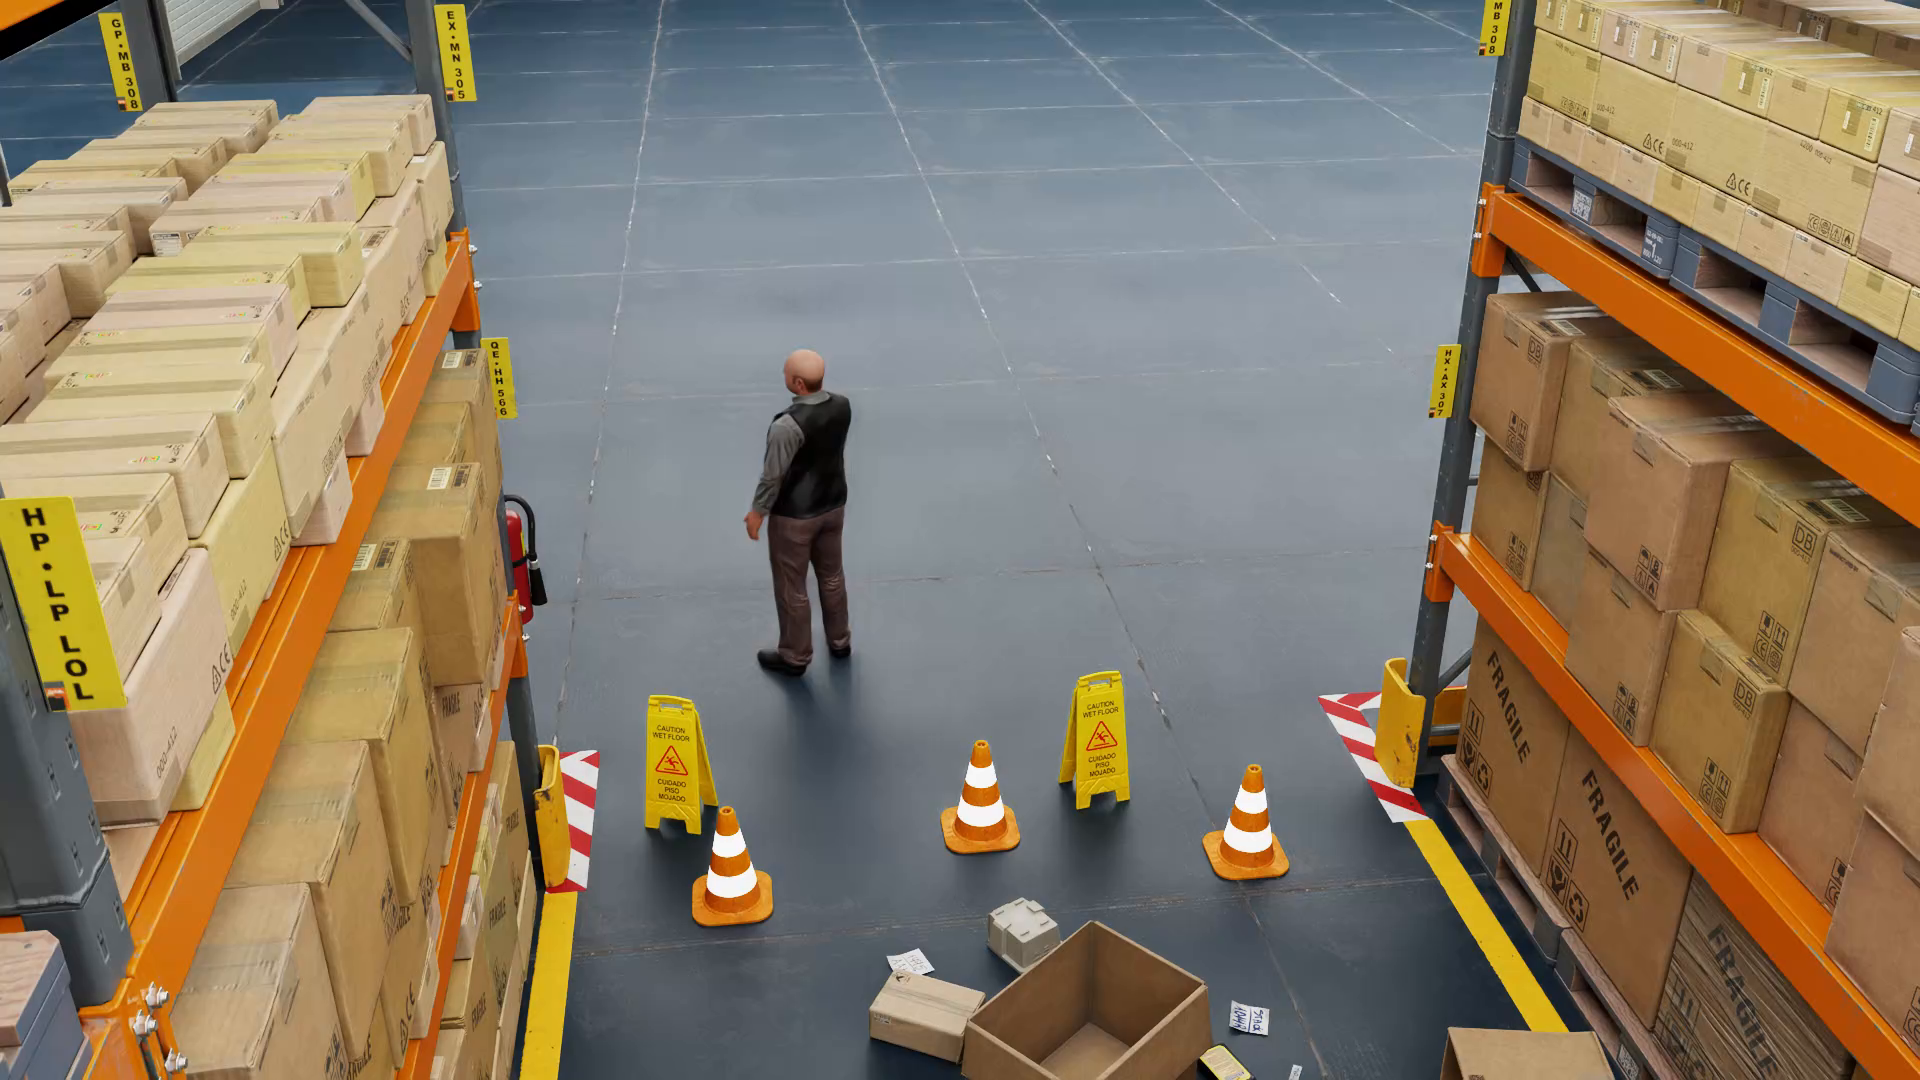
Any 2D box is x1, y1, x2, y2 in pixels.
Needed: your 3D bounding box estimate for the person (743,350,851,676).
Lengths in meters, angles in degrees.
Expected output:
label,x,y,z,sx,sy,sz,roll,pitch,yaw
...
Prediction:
label,x,y,z,sx,sy,sz,roll,pitch,yaw
person,-0.786,-0.154,8.400,0.398,1.731,0.599,20,33,35
